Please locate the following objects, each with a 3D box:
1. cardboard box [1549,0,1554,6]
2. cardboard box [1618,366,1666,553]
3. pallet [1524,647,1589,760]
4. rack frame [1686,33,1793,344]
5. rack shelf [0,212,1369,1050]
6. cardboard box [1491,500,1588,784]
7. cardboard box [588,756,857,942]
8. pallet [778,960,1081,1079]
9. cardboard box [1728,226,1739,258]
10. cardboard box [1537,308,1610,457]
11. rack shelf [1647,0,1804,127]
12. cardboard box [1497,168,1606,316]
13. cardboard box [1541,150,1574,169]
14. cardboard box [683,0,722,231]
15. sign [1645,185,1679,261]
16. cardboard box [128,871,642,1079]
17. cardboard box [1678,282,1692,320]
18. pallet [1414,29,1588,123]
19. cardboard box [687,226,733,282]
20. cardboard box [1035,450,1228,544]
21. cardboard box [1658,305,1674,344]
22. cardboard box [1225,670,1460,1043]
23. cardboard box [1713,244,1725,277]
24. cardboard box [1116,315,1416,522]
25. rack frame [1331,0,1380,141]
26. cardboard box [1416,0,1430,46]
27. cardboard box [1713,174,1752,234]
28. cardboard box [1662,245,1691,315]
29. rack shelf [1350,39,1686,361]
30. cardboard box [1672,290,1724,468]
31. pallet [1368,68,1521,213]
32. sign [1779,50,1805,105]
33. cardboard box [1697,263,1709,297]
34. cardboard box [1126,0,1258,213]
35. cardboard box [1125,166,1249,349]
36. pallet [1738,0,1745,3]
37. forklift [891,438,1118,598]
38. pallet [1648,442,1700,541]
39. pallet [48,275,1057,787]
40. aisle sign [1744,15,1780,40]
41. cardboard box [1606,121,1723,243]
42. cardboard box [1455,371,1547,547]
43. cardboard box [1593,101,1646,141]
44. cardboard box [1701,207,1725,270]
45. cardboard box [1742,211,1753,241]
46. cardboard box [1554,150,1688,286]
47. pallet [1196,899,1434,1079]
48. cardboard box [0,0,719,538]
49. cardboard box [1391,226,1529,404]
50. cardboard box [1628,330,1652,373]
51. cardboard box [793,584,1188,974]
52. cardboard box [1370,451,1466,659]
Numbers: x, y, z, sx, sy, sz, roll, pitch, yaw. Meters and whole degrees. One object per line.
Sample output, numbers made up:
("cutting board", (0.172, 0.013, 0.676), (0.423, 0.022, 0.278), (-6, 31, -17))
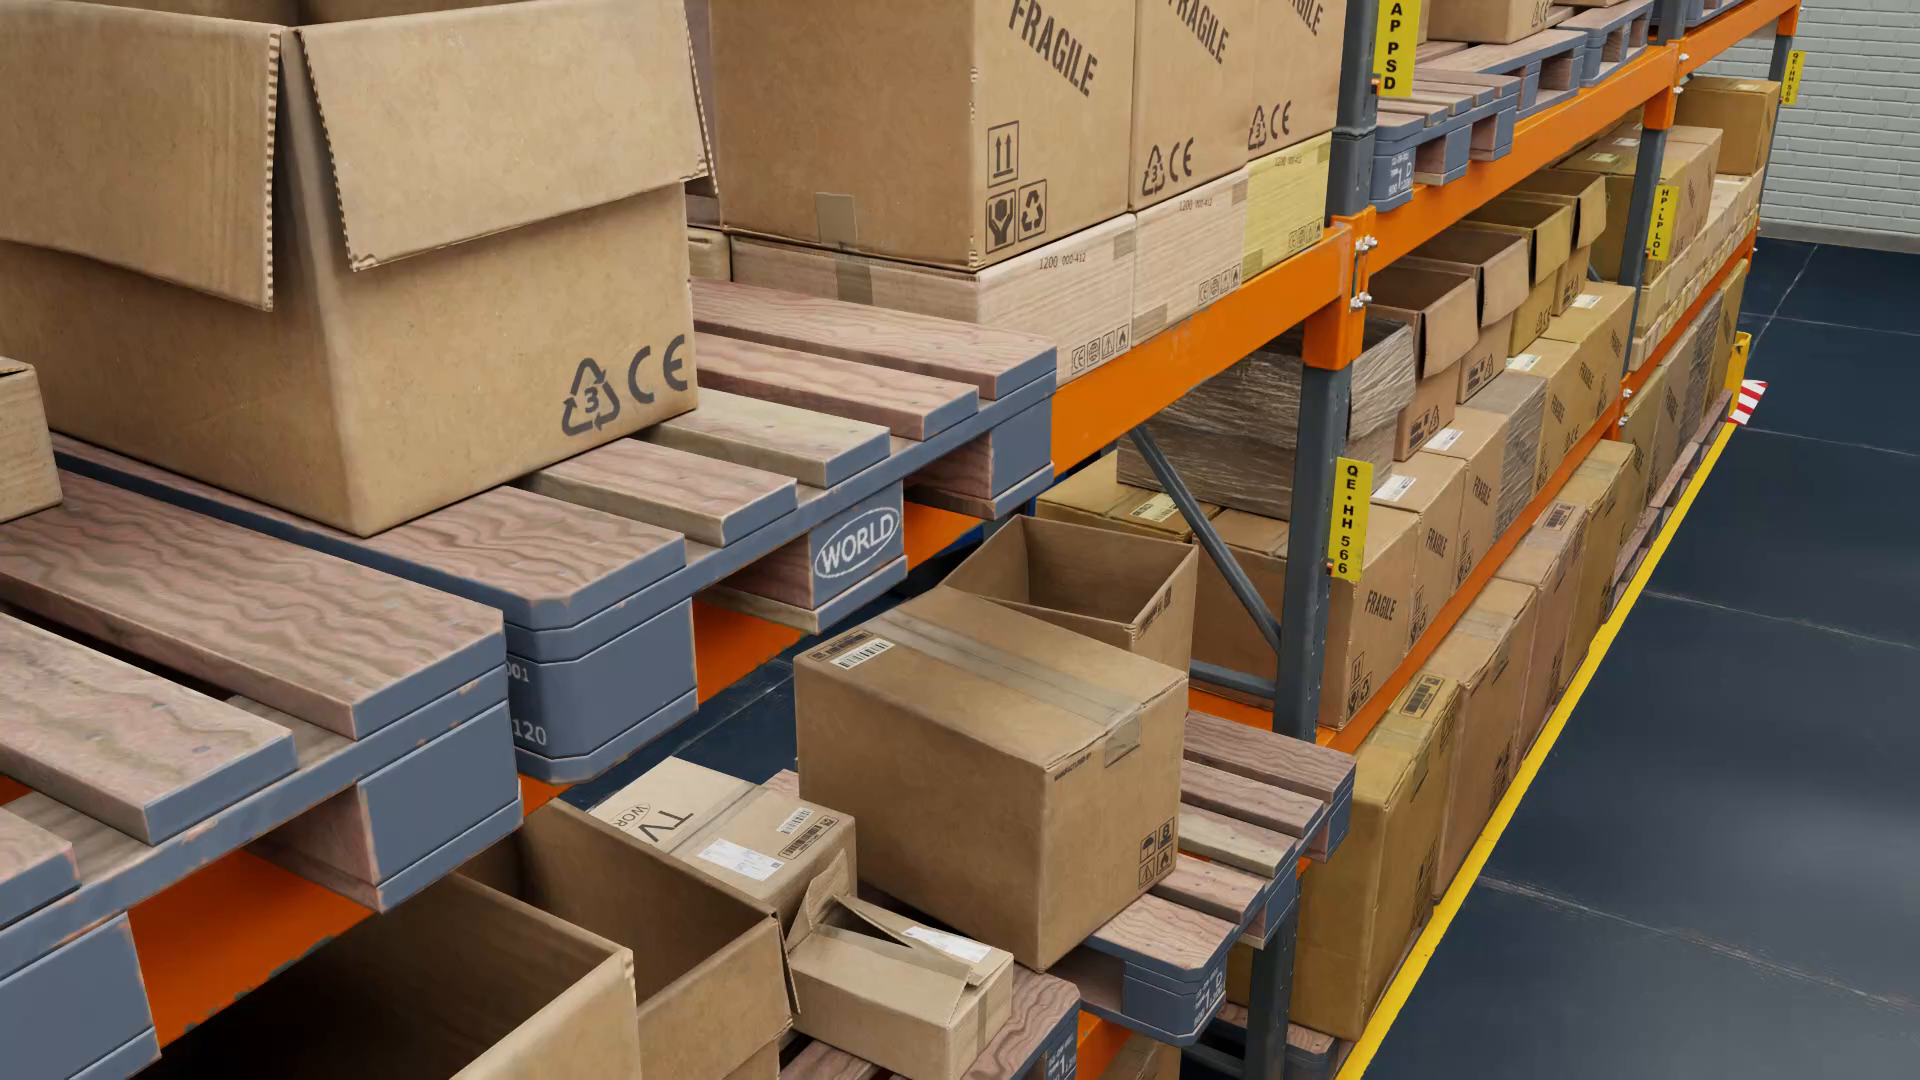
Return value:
("cardboard box", (1.976, -2.193, 6.347), (0.500, 0.311, 0.500), (13, 27, 27))
("cardboard box", (3.048, -0.439, 8.635), (0.875, 0.875, 0.875), (14, 27, 29))
("pallet", (2.289, 0.540, 7.736), (1.003, 0.211, 1.213), (14, 27, 29))
("rack frame", (4.742, -2.366, 10.939), (1.000, 3.000, 0.127), (14, 27, 29))
("rack shelf", (-0.533, -0.037, 2.689), (1.077, 0.370, 4.000), (14, 27, 29))
("cardboard box", (1.840, 0.289, 6.953), (1.225, 0.875, 0.875), (13, 27, 27))
("cardboard box", (-0.558, 0.728, 3.453), (0.500, 0.250, 0.500), (13, 27, 27))
("pallet", (-0.488, 1.099, 3.177), (1.003, 0.211, 1.213), (14, 27, 29))
("cardboard box", (4.431, -1.804, 9.958), (0.380, 0.149, 0.250), (14, 27, 30))
("cardboard box", (2.350, -0.681, 6.921), (0.500, 0.500, 0.500), (15, 27, 31))
("rack shelf", (3.687, -2.737, 8.927), (1.077, 0.370, 4.000), (14, 27, 29))
("cardboard box", (2.302, -1.305, 7.099), (0.797, 0.503, 0.637), (13, 27, 28))
("cardboard box", (2.647, -1.639, 8.130), (0.500, 0.500, 0.500), (15, 27, 30))
("cardboard box", (-0.475, -0.871, 2.956), (0.500, 0.500, 0.500), (13, 27, 27))
("sign", (3.098, -1.400, 7.351), (0.100, 0.325, 0.005), (14, 27, 29))
("cardboard box", (-1.050, 0.978, 1.932), (1.000, 1.000, 1.000), (14, 27, 29))
("cardboard box", (3.619, -1.284, 8.756), (0.380, 0.149, 0.250), (13, 27, 28))
("pallet", (1.404, -1.562, 5.544), (1.003, 0.211, 1.213), (15, 28, 31))
("cardboard box", (-0.477, -0.519, 3.087), (0.500, 0.250, 0.500), (15, 27, 30))
("cardboard box", (0.571, 0.070, 5.187), (0.500, 0.500, 0.500), (15, 27, 31))
("cardboard box", (3.347, -1.108, 8.350), (0.380, 0.149, 0.250), (15, 28, 31))
("cardboard box", (0.903, 0.888, 5.568), (1.225, 0.875, 0.875), (12, 26, 27))
("cardboard box", (4.160, -1.629, 9.552), (0.380, 0.149, 0.250), (14, 27, 29))
("cardboard box", (0.921, -0.415, 5.045), (0.797, 0.503, 0.637), (15, 28, 31))
("rack frame", (0.522, -2.419, 3.510), (1.000, 3.000, 0.127), (14, 27, 29))
("cardboard box", (1.163, -1.811, 5.229), (0.500, 0.500, 0.500), (16, 28, 32))
("cardboard box", (4.443, -2.043, 10.008), (0.500, 0.250, 0.500), (13, 27, 28))
("cardboard box", (3.369, -1.354, 8.416), (0.500, 0.250, 0.500), (14, 27, 29))
("rack shelf", (1.577, -1.387, 5.808), (1.077, 0.370, 4.000), (14, 27, 29))
("cardboard box", (3.992, -1.043, 10.030), (0.875, 0.875, 0.875), (14, 27, 29))
("pallet", (0.816, -1.184, 4.671), (1.213, 0.211, 1.003), (15, 28, 31))
("sign", (5.195, -2.887, 10.388), (0.100, 0.325, 0.005), (14, 27, 29))
("cardboard box", (3.891, -1.457, 9.156), (0.380, 0.149, 0.250), (13, 27, 27))
("cardboard box", (0.221, -0.929, 3.089), (0.500, 0.500, 0.500), (14, 27, 29))
("cardboard box", (0.229, -0.591, 3.253), (0.500, 0.250, 0.500), (14, 27, 29))
("pallet", (3.716, -3.036, 8.822), (1.003, 0.211, 1.213), (14, 27, 29))
("forklift", (0.511, -1.532, 9.099), (1.130, 2.935, 3.031), (21, 31, 39))
("pallet", (3.742, -0.390, 9.884), (1.003, 0.211, 1.213), (14, 27, 29))
("pallet", (-0.628, -0.143, 2.264), (1.213, 0.211, 1.003), (14, 27, 29))
("aisle sign", (5.034, -3.520, 10.333), (0.394, 0.787, 0.004), (14, 27, 29))
("cardboard box", (3.638, -1.877, 8.680), (0.500, 0.500, 0.500), (13, 27, 27))
("cardboard box", (1.812, -0.335, 6.122), (0.500, 0.500, 0.500), (14, 27, 29))
("cardboard box", (3.727, -2.327, 9.720), (0.500, 0.500, 0.500), (13, 27, 28))
("cardboard box", (3.904, -1.695, 9.203), (0.500, 0.250, 0.500), (14, 27, 29))
("cardboard box", (4.698, -1.973, 10.348), (0.380, 0.149, 0.250), (14, 27, 29))
("cardboard box", (3.101, -1.535, 7.892), (0.500, 0.500, 0.500), (14, 27, 29))
("pallet", (1.001, 1.364, 5.834), (1.003, 0.211, 1.213), (14, 27, 29))
("cardboard box", (-0.760, -0.388, 1.937), (0.797, 0.503, 0.637), (15, 28, 31))
("cardboard box", (1.615, -0.862, 6.078), (0.797, 0.503, 0.637), (15, 27, 31))
("cardboard box", (3.070, -0.930, 7.940), (0.380, 0.149, 0.250), (14, 27, 29))
("cardboard box", (0.061, 0.496, 3.674), (0.700, 0.500, 0.500), (19, 30, 37))
("cardboard box", (1.279, 0.007, 5.332), (0.500, 0.500, 0.500), (13, 27, 28))
